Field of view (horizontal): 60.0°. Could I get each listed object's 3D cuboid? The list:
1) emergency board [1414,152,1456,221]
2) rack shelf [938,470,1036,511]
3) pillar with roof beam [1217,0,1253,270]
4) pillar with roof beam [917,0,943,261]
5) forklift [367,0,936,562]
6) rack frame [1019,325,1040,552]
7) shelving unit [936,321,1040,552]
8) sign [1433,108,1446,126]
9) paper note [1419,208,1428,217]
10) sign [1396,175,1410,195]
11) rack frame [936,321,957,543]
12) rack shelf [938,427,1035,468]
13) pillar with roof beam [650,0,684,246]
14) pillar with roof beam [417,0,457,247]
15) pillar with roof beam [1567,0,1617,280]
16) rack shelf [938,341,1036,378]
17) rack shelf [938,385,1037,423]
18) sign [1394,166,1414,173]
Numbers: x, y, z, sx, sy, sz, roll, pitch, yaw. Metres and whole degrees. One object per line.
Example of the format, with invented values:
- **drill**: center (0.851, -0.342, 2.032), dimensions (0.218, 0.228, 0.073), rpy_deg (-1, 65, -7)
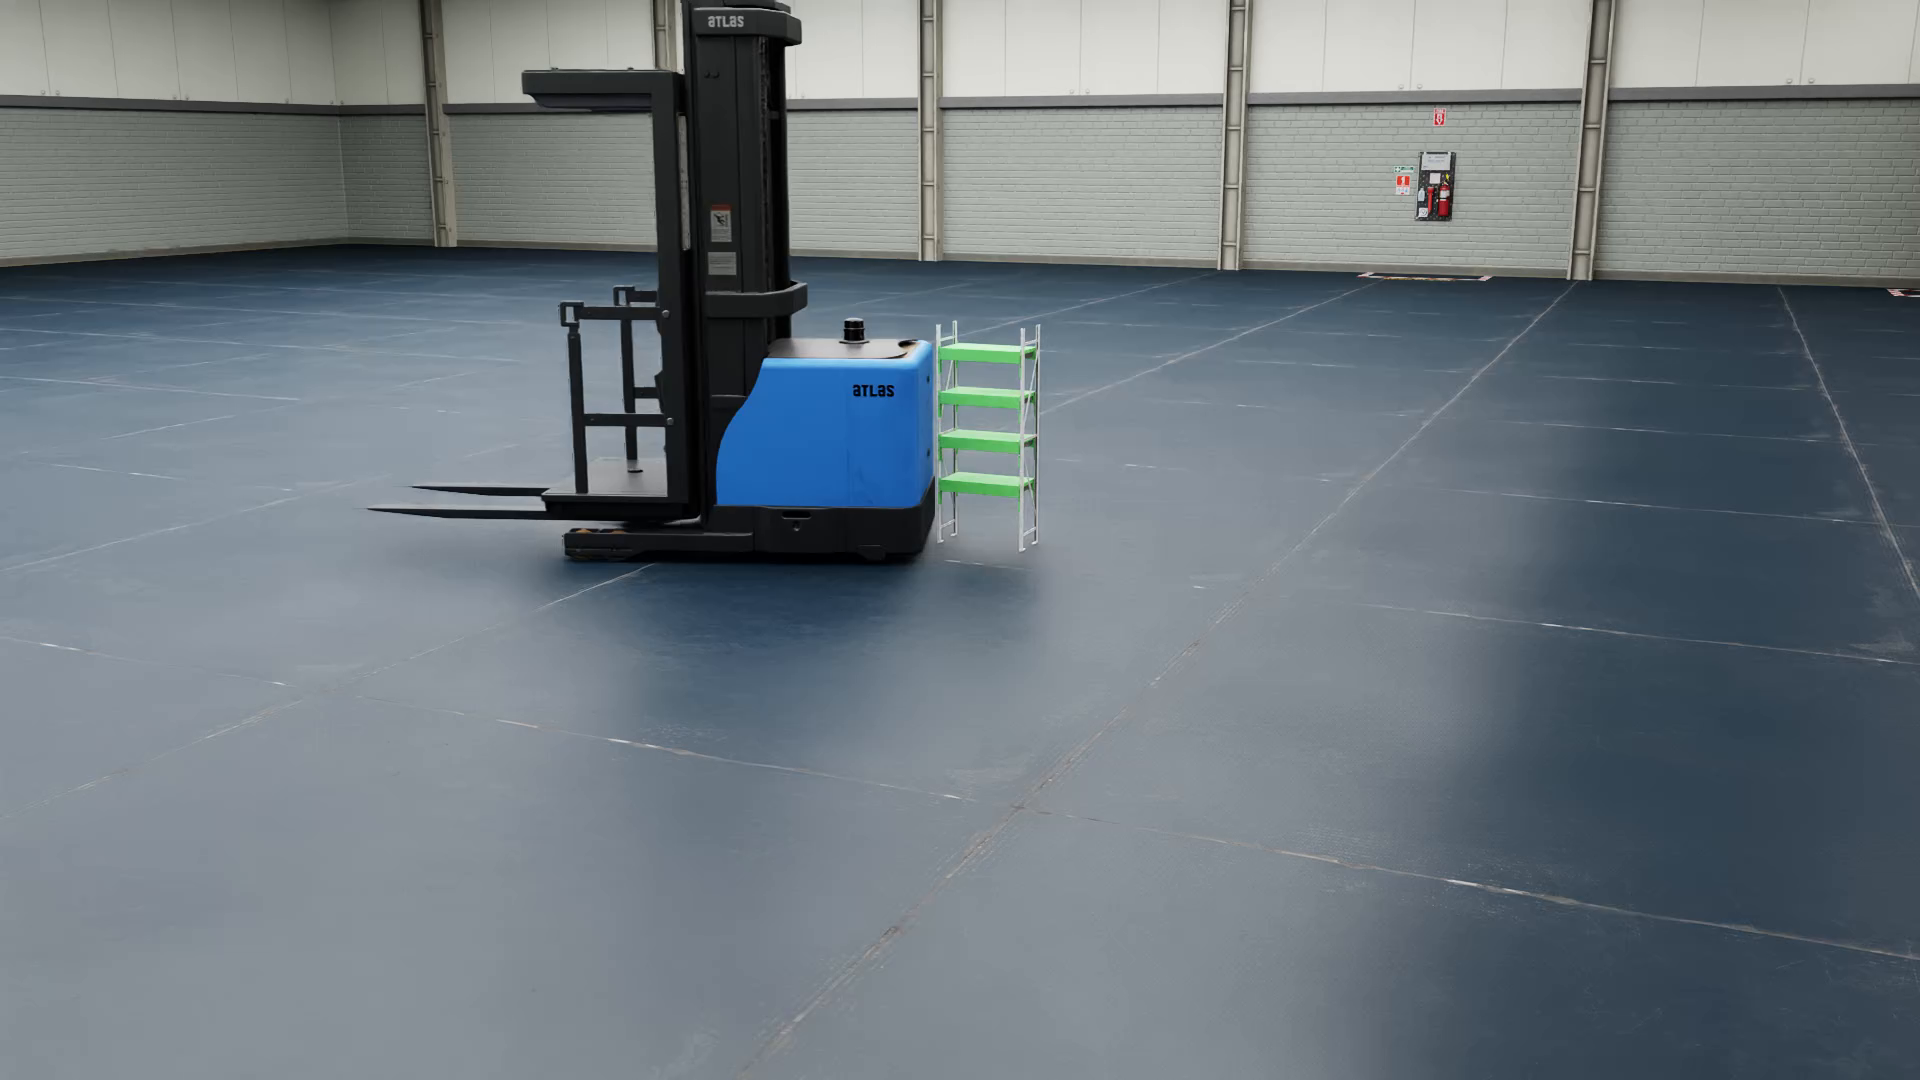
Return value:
- **emergency board**: center (8.158, -6.073, 28.569), dimensions (0.643, 1.169, 0.194), rpy_deg (6, 14, 23)
- **rack shelf**: center (0.151, -0.273, 9.122), dimensions (0.480, 0.148, 0.258), rpy_deg (6, 14, 23)
- **pillar with roof beam**: center (3.172, -8.413, 25.410), dimensions (0.400, 9.000, 9.100), rpy_deg (6, 14, 23)
- **pillar with roof beam**: center (-2.313, -8.968, 27.775), dimensions (0.400, 9.000, 9.100), rpy_deg (6, 14, 23)
- **forklift**: center (-1.682, -1.431, 8.937), dimensions (3.031, 2.935, 1.130), rpy_deg (1, 13, 4)
- **rack frame**: center (0.374, -0.546, 8.956), dimensions (0.015, 1.200, 0.240), rpy_deg (6, 14, 23)
- **shelving unit**: center (0.151, -0.569, 9.052), dimensions (0.503, 1.200, 0.258), rpy_deg (6, 14, 23)
- **sign**: center (8.191, -7.223, 28.396), dimensions (0.199, 0.298, 0.001), rpy_deg (6, 14, 23)
- **paper note**: center (8.024, -5.675, 28.801), dimensions (0.142, 0.148, 0.016), rpy_deg (6, 14, 23)
- **sign**: center (7.694, -6.163, 28.875), dimensions (0.234, 0.329, 0.001), rpy_deg (6, 14, 23)
- **rack frame**: center (-0.072, -0.591, 9.149), dimensions (0.015, 1.200, 0.240), rpy_deg (6, 14, 23)
- **rack shelf**: center (0.151, -0.507, 9.067), dimensions (0.480, 0.148, 0.258), rpy_deg (6, 14, 23)
- **pillar with roof beam**: center (-7.799, -9.523, 30.141), dimensions (0.400, 9.000, 9.100), rpy_deg (6, 14, 23)
- **pillar with roof beam**: center (-13.285, -10.078, 32.507), dimensions (0.400, 9.000, 9.100), rpy_deg (6, 14, 23)
- **pillar with roof beam**: center (8.658, -7.858, 23.044), dimensions (0.400, 9.000, 9.100), rpy_deg (6, 14, 23)
- **rack shelf**: center (0.151, -0.974, 8.957), dimensions (0.480, 0.148, 0.258), rpy_deg (6, 14, 23)
- **rack shelf**: center (0.151, -0.740, 9.012), dimensions (0.480, 0.148, 0.258), rpy_deg (6, 14, 23)
- **sign**: center (7.695, -6.419, 28.805), dimensions (0.331, 0.109, 0.001), rpy_deg (6, 14, 23)
